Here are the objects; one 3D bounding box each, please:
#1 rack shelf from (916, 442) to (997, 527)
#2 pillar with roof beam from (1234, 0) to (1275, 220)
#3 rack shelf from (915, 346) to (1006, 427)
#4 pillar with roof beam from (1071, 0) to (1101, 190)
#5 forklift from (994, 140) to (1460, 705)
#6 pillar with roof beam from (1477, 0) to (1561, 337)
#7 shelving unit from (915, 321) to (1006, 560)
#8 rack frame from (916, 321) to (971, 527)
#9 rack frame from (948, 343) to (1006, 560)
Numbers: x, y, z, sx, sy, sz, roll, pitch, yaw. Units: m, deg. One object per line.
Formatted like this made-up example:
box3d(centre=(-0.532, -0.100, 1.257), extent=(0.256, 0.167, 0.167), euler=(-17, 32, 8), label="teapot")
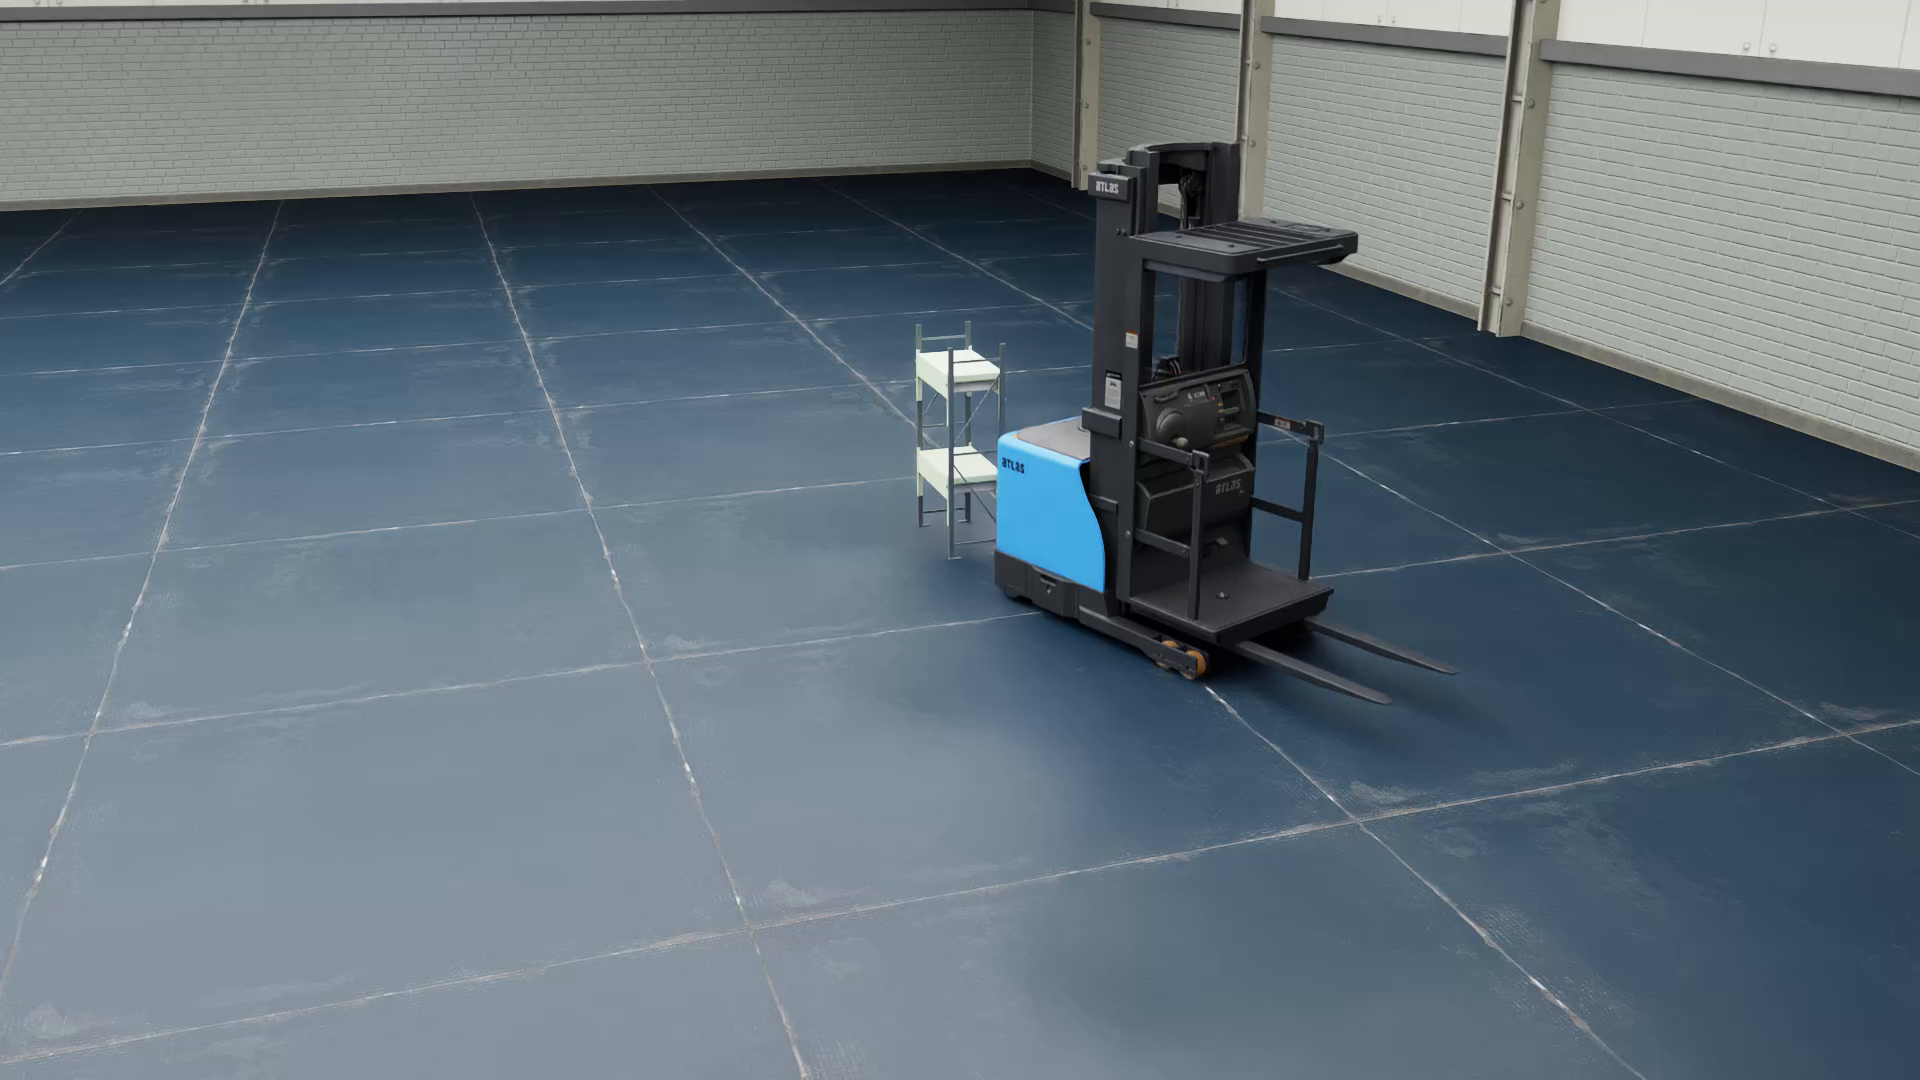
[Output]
box3d(centre=(-0.002, -0.401, 11.779), extent=(0.431, 0.370, 0.720), euler=(-6, 21, -17), label="rack shelf")
box3d(centre=(-0.046, -7.983, 20.829), extent=(9.100, 9.000, 0.400), euler=(-6, 21, -17), label="pillar with roof beam")
box3d(centre=(-0.002, -1.075, 11.537), extent=(0.431, 0.370, 0.720), euler=(-6, 21, -17), label="rack shelf")
box3d(centre=(-1.931, -9.908, 26.190), extent=(9.100, 9.000, 0.400), euler=(-6, 21, -17), label="pillar with roof beam")
box3d(centre=(1.552, -0.762, 9.702), extent=(1.130, 2.935, 3.031), euler=(-16, 25, -37), label="forklift")
box3d(centre=(1.840, -6.057, 15.468), extent=(9.100, 9.000, 0.400), euler=(-6, 21, -17), label="pillar with roof beam")
box3d(centre=(-0.002, -0.708, 11.669), extent=(0.431, 1.500, 0.755), euler=(-6, 21, -17), label="shelving unit")
box3d(centre=(-0.117, -0.825, 11.996), extent=(0.400, 1.500, 0.023), euler=(-6, 21, -17), label="rack frame")
box3d(centre=(0.113, -0.591, 11.342), extent=(0.400, 1.500, 0.023), euler=(-6, 21, -17), label="rack frame")
